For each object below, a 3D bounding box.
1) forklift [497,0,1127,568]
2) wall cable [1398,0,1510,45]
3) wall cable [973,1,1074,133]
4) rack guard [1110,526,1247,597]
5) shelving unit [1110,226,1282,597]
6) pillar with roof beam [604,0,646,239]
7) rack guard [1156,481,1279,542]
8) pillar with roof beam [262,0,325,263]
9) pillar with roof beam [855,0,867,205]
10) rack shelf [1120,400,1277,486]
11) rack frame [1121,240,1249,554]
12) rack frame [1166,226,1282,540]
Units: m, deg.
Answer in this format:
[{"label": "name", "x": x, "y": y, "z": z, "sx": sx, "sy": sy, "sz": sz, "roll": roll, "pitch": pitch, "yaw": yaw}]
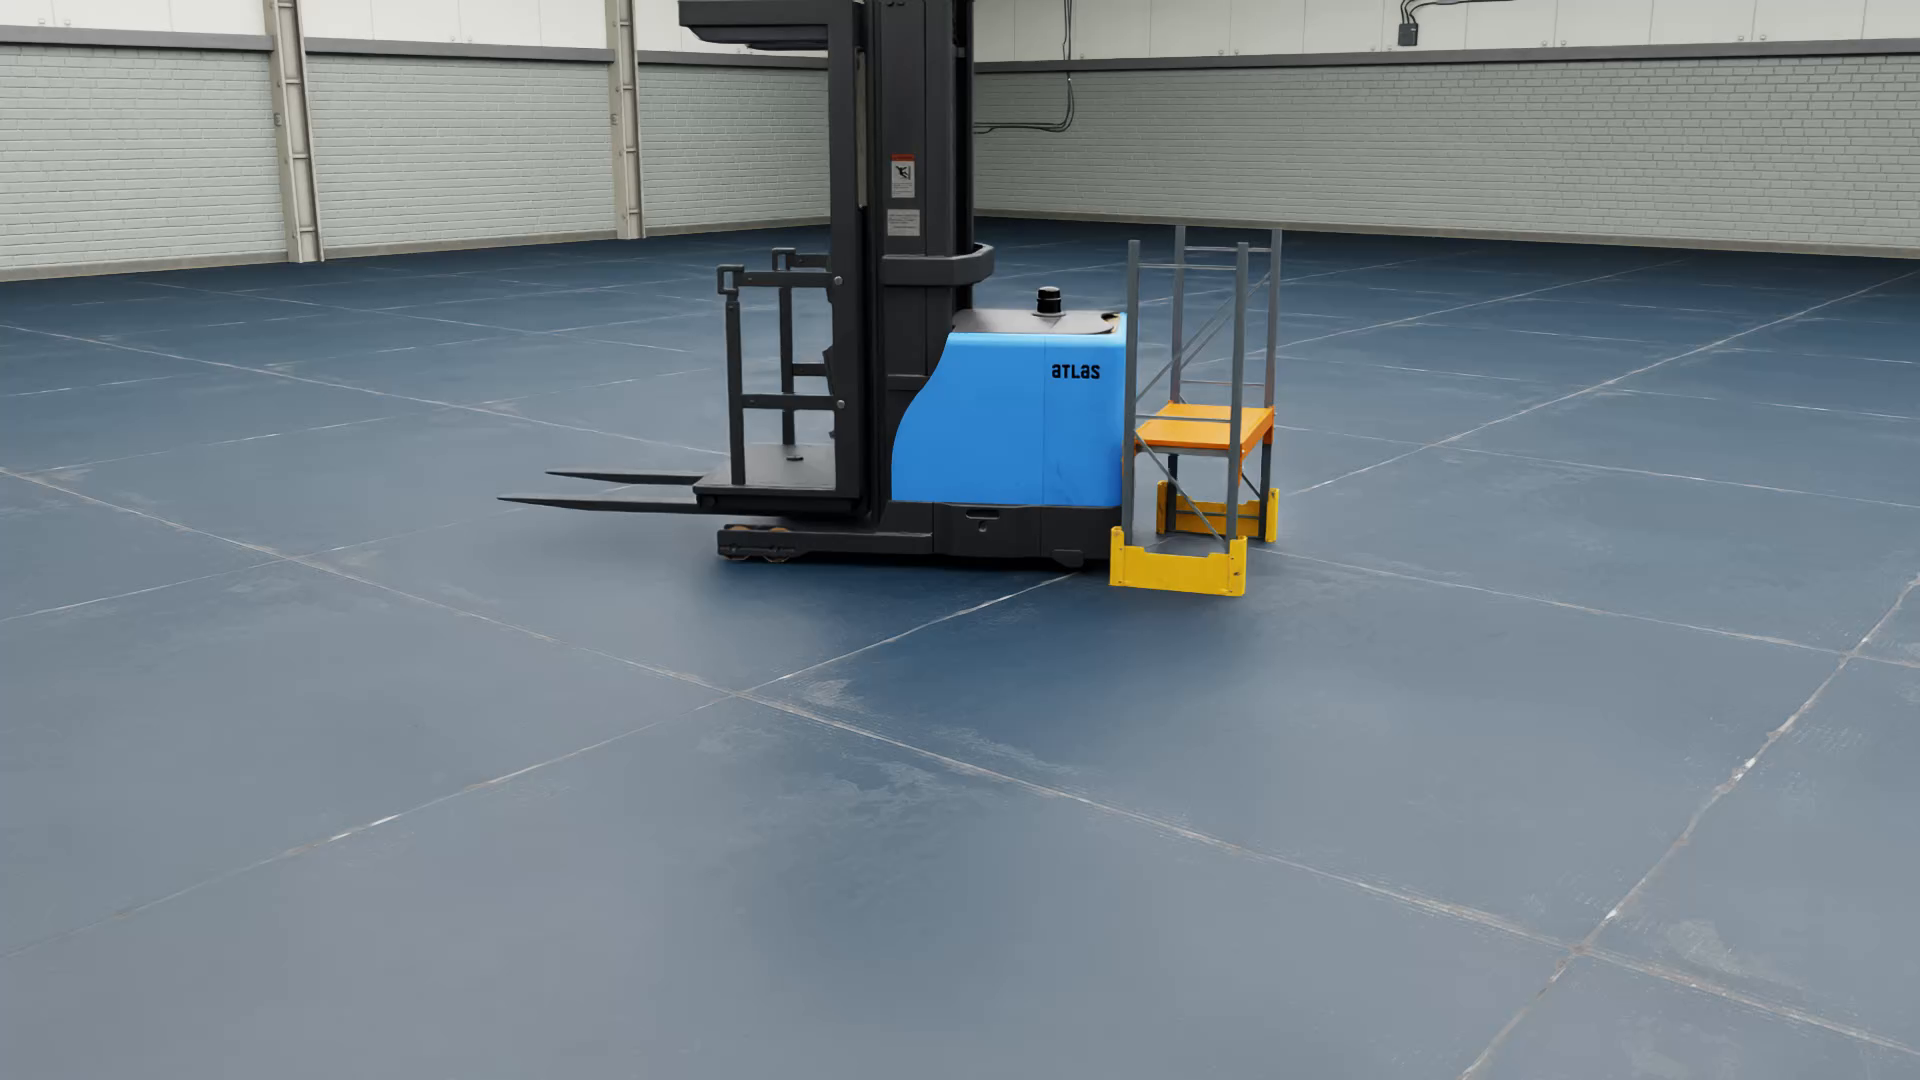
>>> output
[{"label": "forklift", "x": -0.691, "y": -1.438, "z": 7.832, "sx": 3.031, "sy": 2.935, "sz": 1.130, "roll": 2, "pitch": 14, "yaw": 8}, {"label": "wall cable", "x": 8.406, "y": -11.200, "z": 27.028, "sx": 2.305, "sy": 6.003, "sz": 0.169, "roll": 11, "pitch": 18, "yaw": 38}, {"label": "wall cable", "x": 1.032, "y": -9.519, "z": 33.624, "sx": 3.097, "sy": 2.526, "sz": 0.112, "roll": 11, "pitch": 18, "yaw": 38}, {"label": "rack guard", "x": 0.949, "y": 0.092, "z": 7.253, "sx": 0.587, "sy": 0.250, "sz": 0.087, "roll": 5, "pitch": 15, "yaw": 18}, {"label": "shelving unit", "x": 1.105, "y": -0.630, "z": 7.557, "sx": 0.587, "sy": 1.500, "sz": 1.083, "roll": 5, "pitch": 15, "yaw": 18}, {"label": "pillar with roof beam", "x": -2.271, "y": -8.849, "z": 24.681, "sx": 9.100, "sy": 9.000, "sz": 0.400, "roll": 11, "pitch": 18, "yaw": 38}, {"label": "rack guard", "x": 1.261, "y": -0.141, "z": 8.170, "sx": 0.587, "sy": 0.250, "sz": 0.087, "roll": 5, "pitch": 15, "yaw": 18}, {"label": "pillar with roof beam", "x": -6.042, "y": -7.700, "z": 20.158, "sx": 9.100, "sy": 9.000, "sz": 0.400, "roll": 11, "pitch": 18, "yaw": 38}, {"label": "pillar with roof beam", "x": 1.500, "y": -9.998, "z": 29.204, "sx": 9.100, "sy": 9.000, "sz": 0.400, "roll": 11, "pitch": 18, "yaw": 38}, {"label": "rack shelf", "x": 1.108, "y": -0.458, "z": 7.610, "sx": 0.538, "sy": 0.185, "sz": 1.000, "roll": 5, "pitch": 15, "yaw": 18}, {"label": "rack frame", "x": 0.949, "y": -0.513, "z": 7.098, "sx": 0.500, "sy": 1.500, "sz": 0.032, "roll": 5, "pitch": 15, "yaw": 18}, {"label": "rack frame", "x": 1.267, "y": -0.751, "z": 8.034, "sx": 0.500, "sy": 1.500, "sz": 0.032, "roll": 5, "pitch": 15, "yaw": 18}]
